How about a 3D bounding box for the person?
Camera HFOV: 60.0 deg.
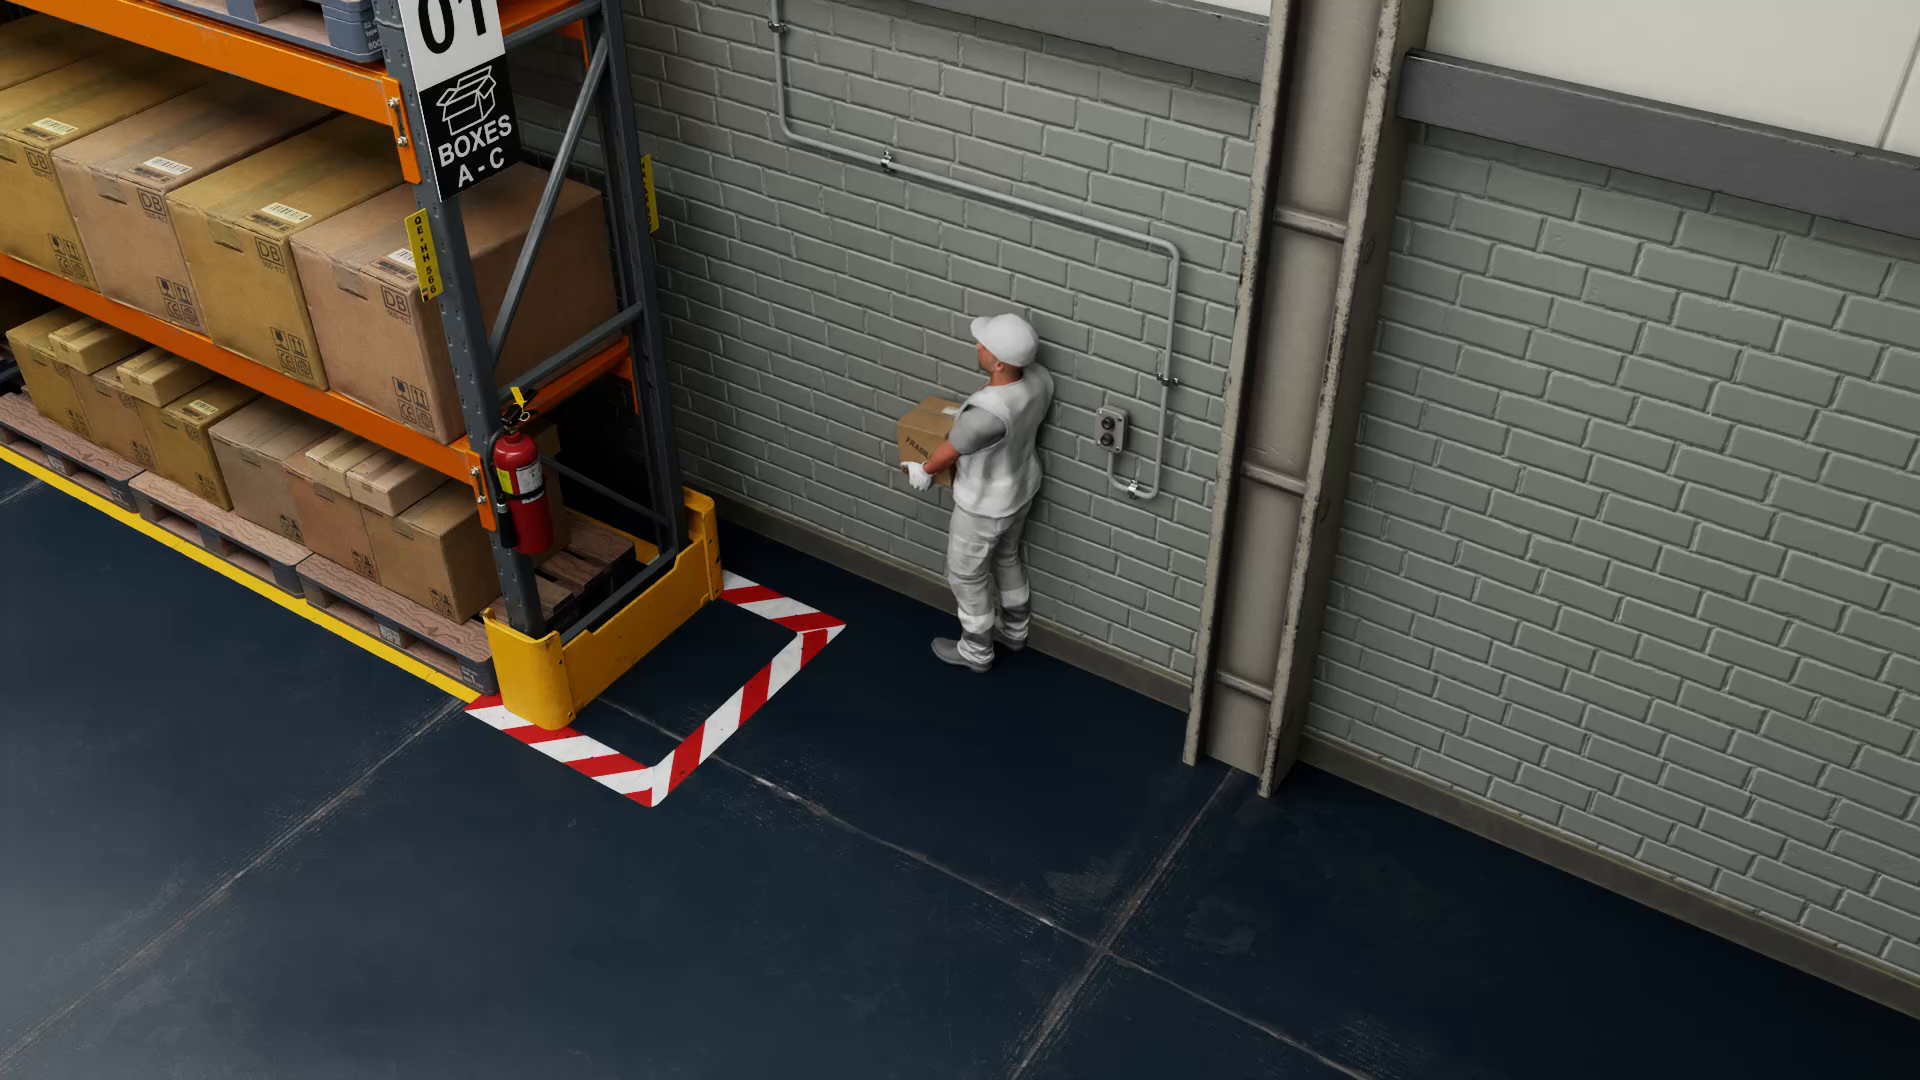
[{"bbox_3d":[0.053,-0.211,6.936,0.572,1.782,0.493,22,43,26],"label":"person"}]
